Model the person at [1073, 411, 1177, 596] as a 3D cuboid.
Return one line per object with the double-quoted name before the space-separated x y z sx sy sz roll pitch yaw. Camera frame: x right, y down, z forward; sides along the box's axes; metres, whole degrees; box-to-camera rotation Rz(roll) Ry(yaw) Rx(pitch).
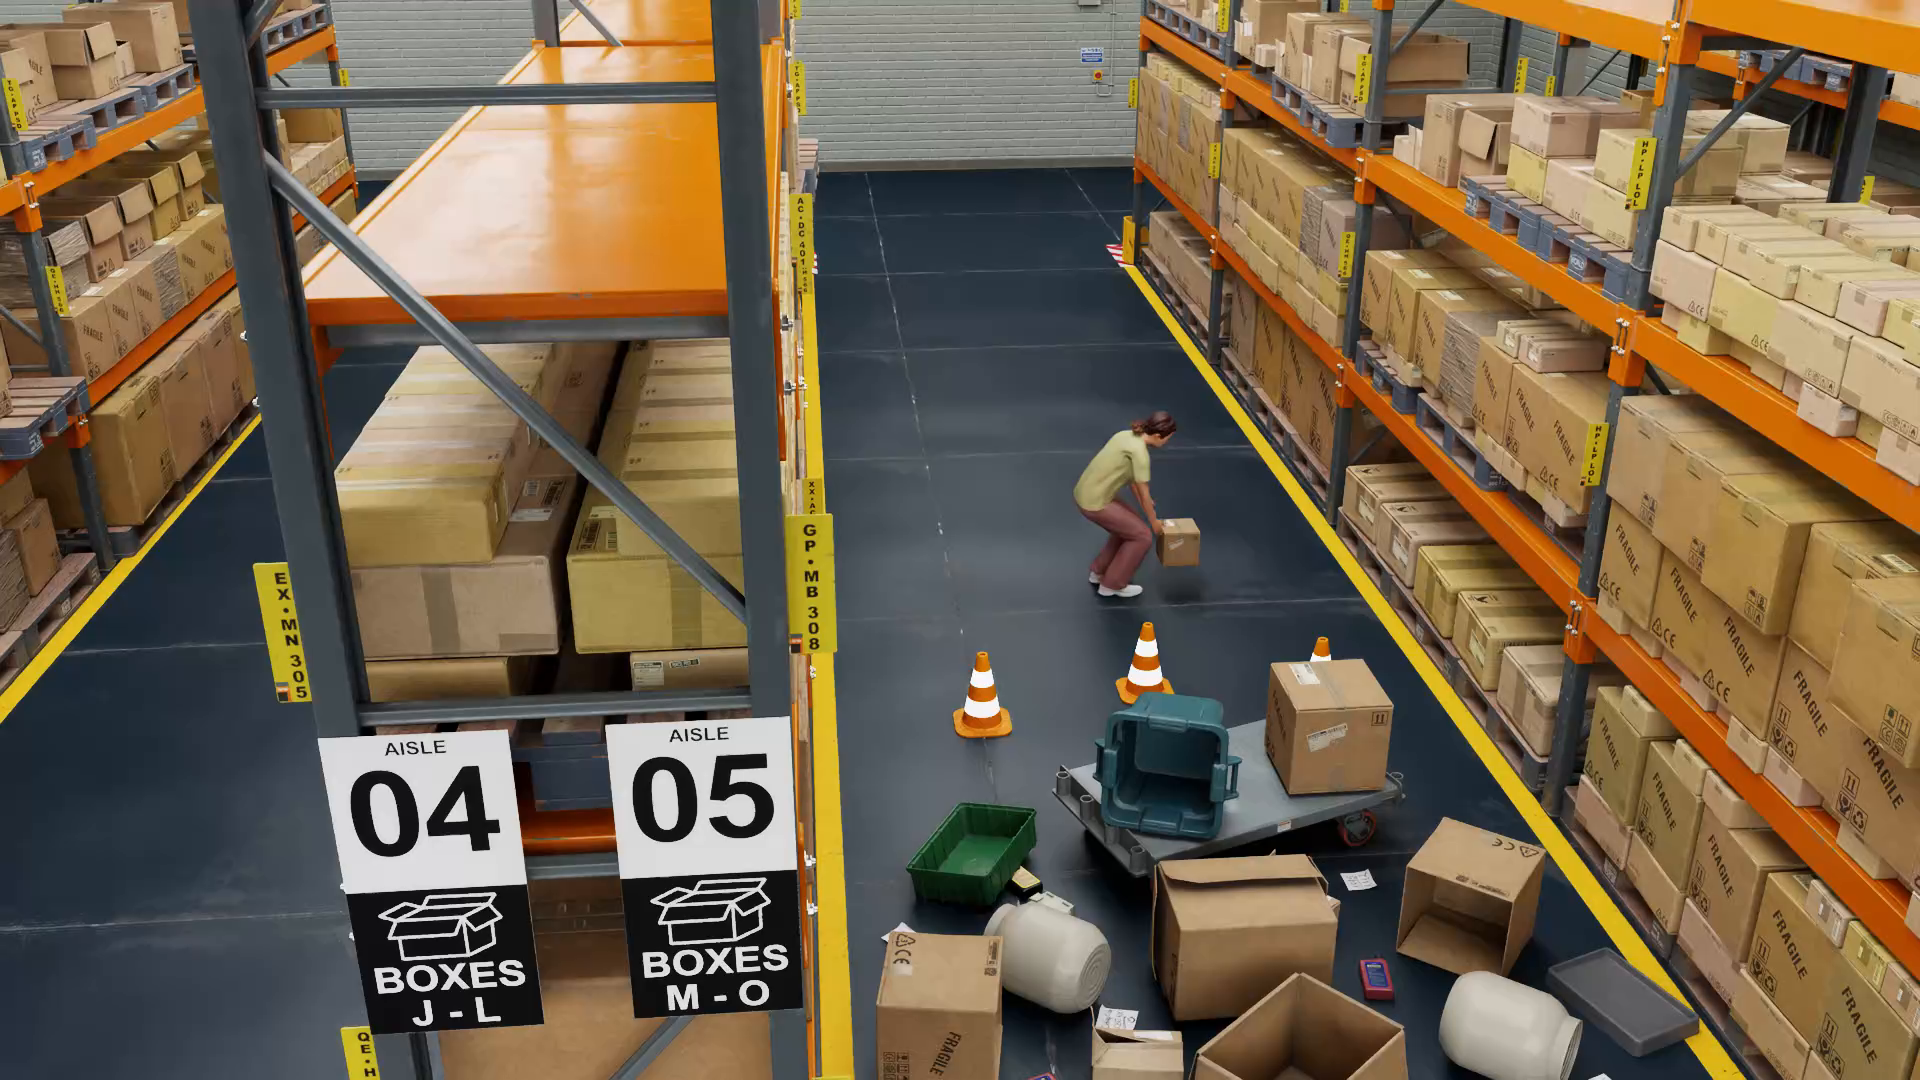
"person" 1.120 -0.268 11.415 0.692 1.278 0.512 -2 24 -5
